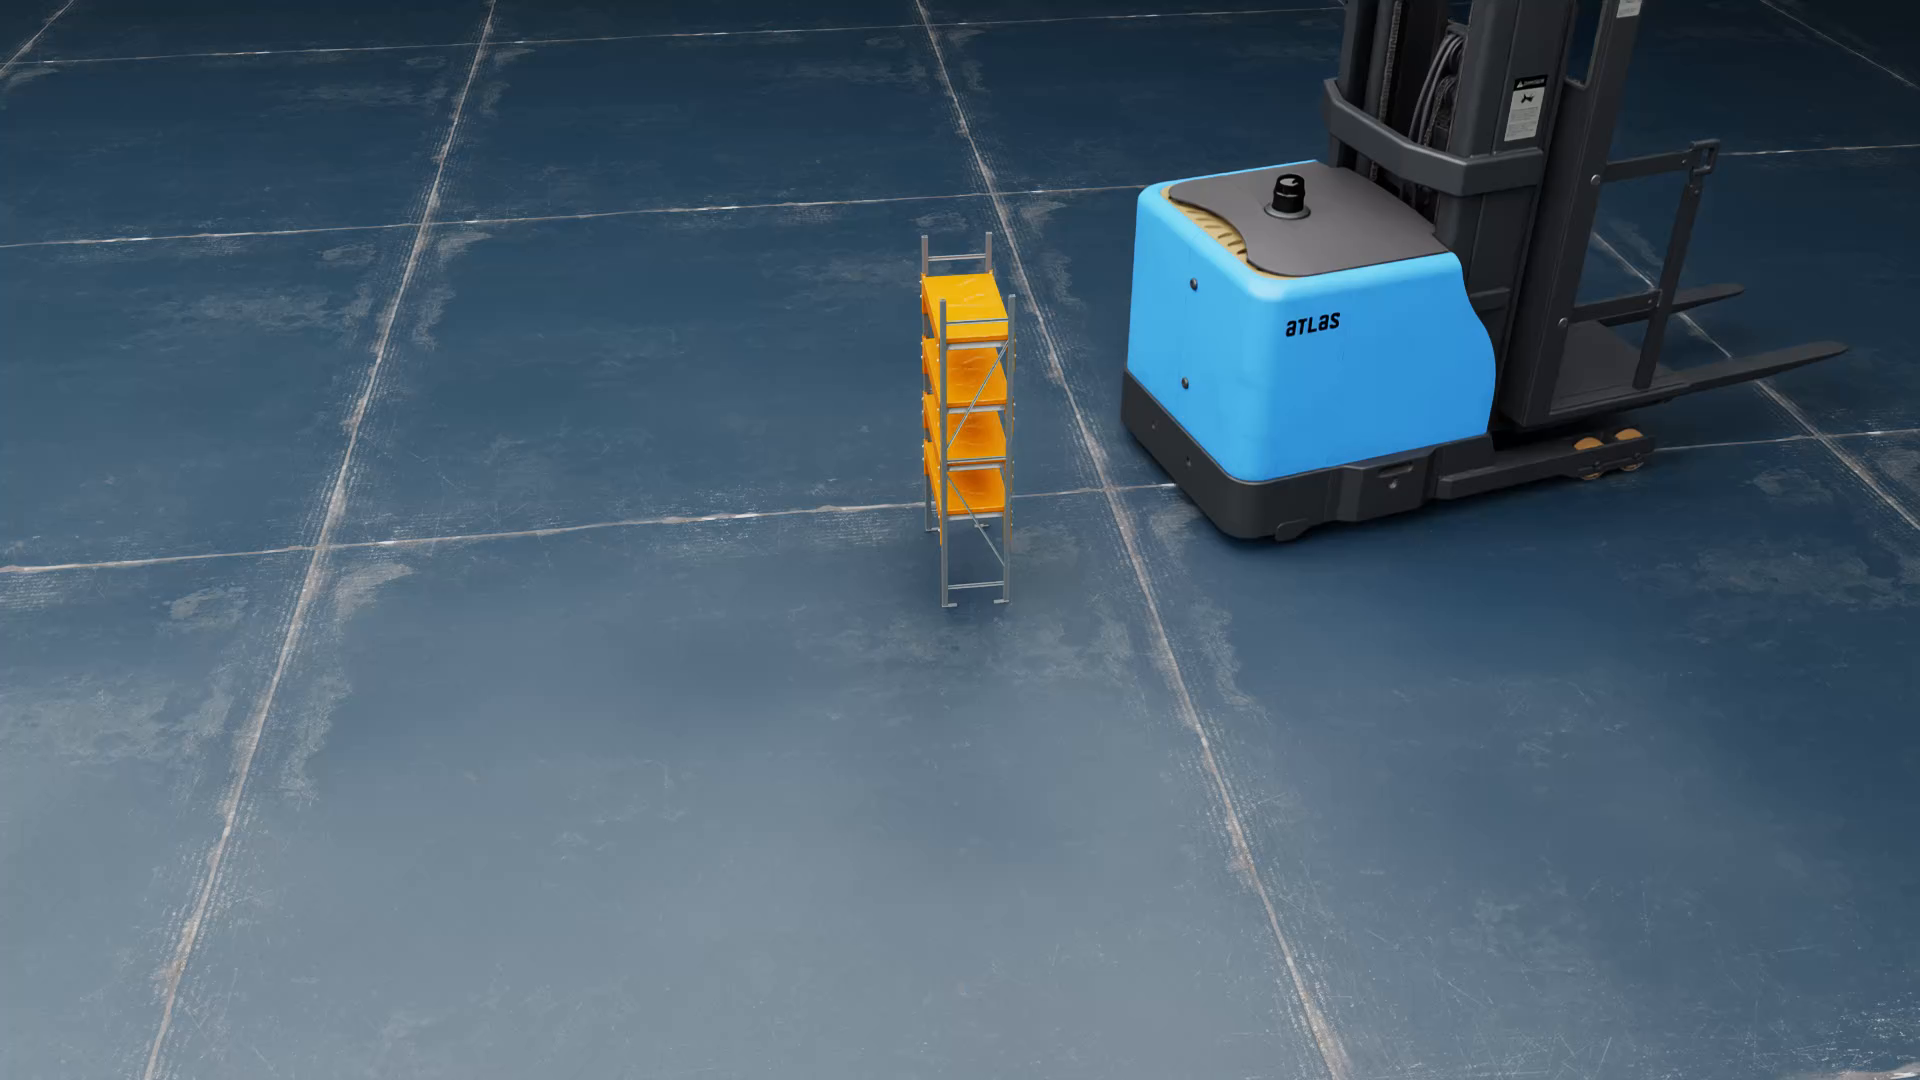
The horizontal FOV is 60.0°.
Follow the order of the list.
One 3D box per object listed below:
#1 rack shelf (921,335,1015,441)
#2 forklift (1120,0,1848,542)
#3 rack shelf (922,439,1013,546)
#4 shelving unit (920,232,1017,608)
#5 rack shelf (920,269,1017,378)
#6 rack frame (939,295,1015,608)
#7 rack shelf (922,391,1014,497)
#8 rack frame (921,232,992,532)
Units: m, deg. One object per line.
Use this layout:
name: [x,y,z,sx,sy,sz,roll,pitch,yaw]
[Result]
rack shelf: [0.022,-0.533,5.688,0.258,0.148,0.480,-4,35,-6]
forklift: [2.233,-1.715,6.164,3.031,2.935,1.130,-12,36,-17]
rack shelf: [0.022,-0.184,5.926,0.258,0.148,0.480,-4,35,-6]
shelving unit: [0.022,-0.403,5.777,0.258,1.200,0.503,-4,35,-6]
rack shelf: [0.022,-0.728,5.555,0.258,0.148,0.480,-4,35,-6]
rack frame: [0.055,-0.267,5.577,0.240,1.200,0.015,-4,35,-6]
rack shelf: [0.022,-0.348,5.814,0.258,0.148,0.480,-4,35,-6]
rack frame: [-0.011,-0.540,5.976,0.240,1.200,0.015,-4,35,-6]
